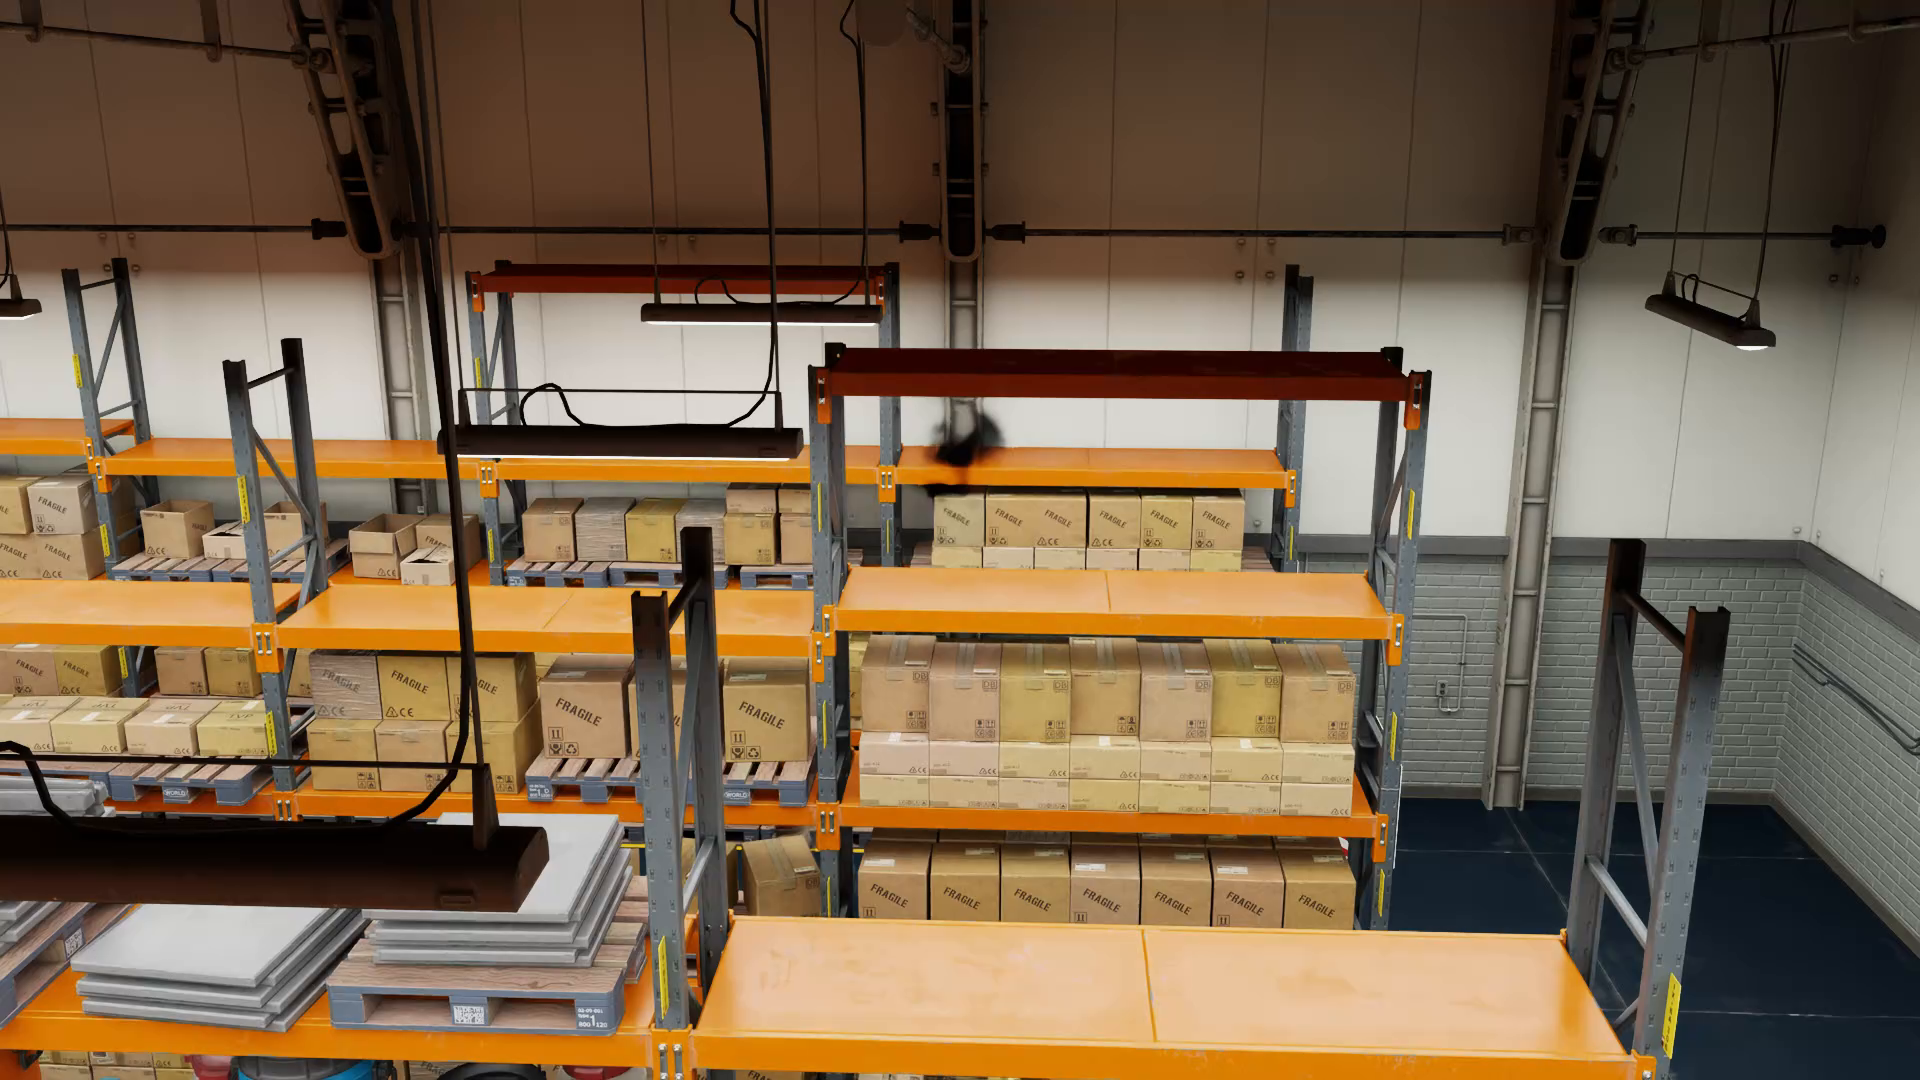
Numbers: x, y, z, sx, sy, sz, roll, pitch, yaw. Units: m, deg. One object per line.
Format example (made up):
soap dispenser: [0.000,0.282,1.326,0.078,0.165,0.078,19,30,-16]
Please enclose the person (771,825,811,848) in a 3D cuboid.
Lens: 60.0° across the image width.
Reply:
person: [-1.611,2.832,15.749,0.713,1.745,0.636,-2,16,-8]
